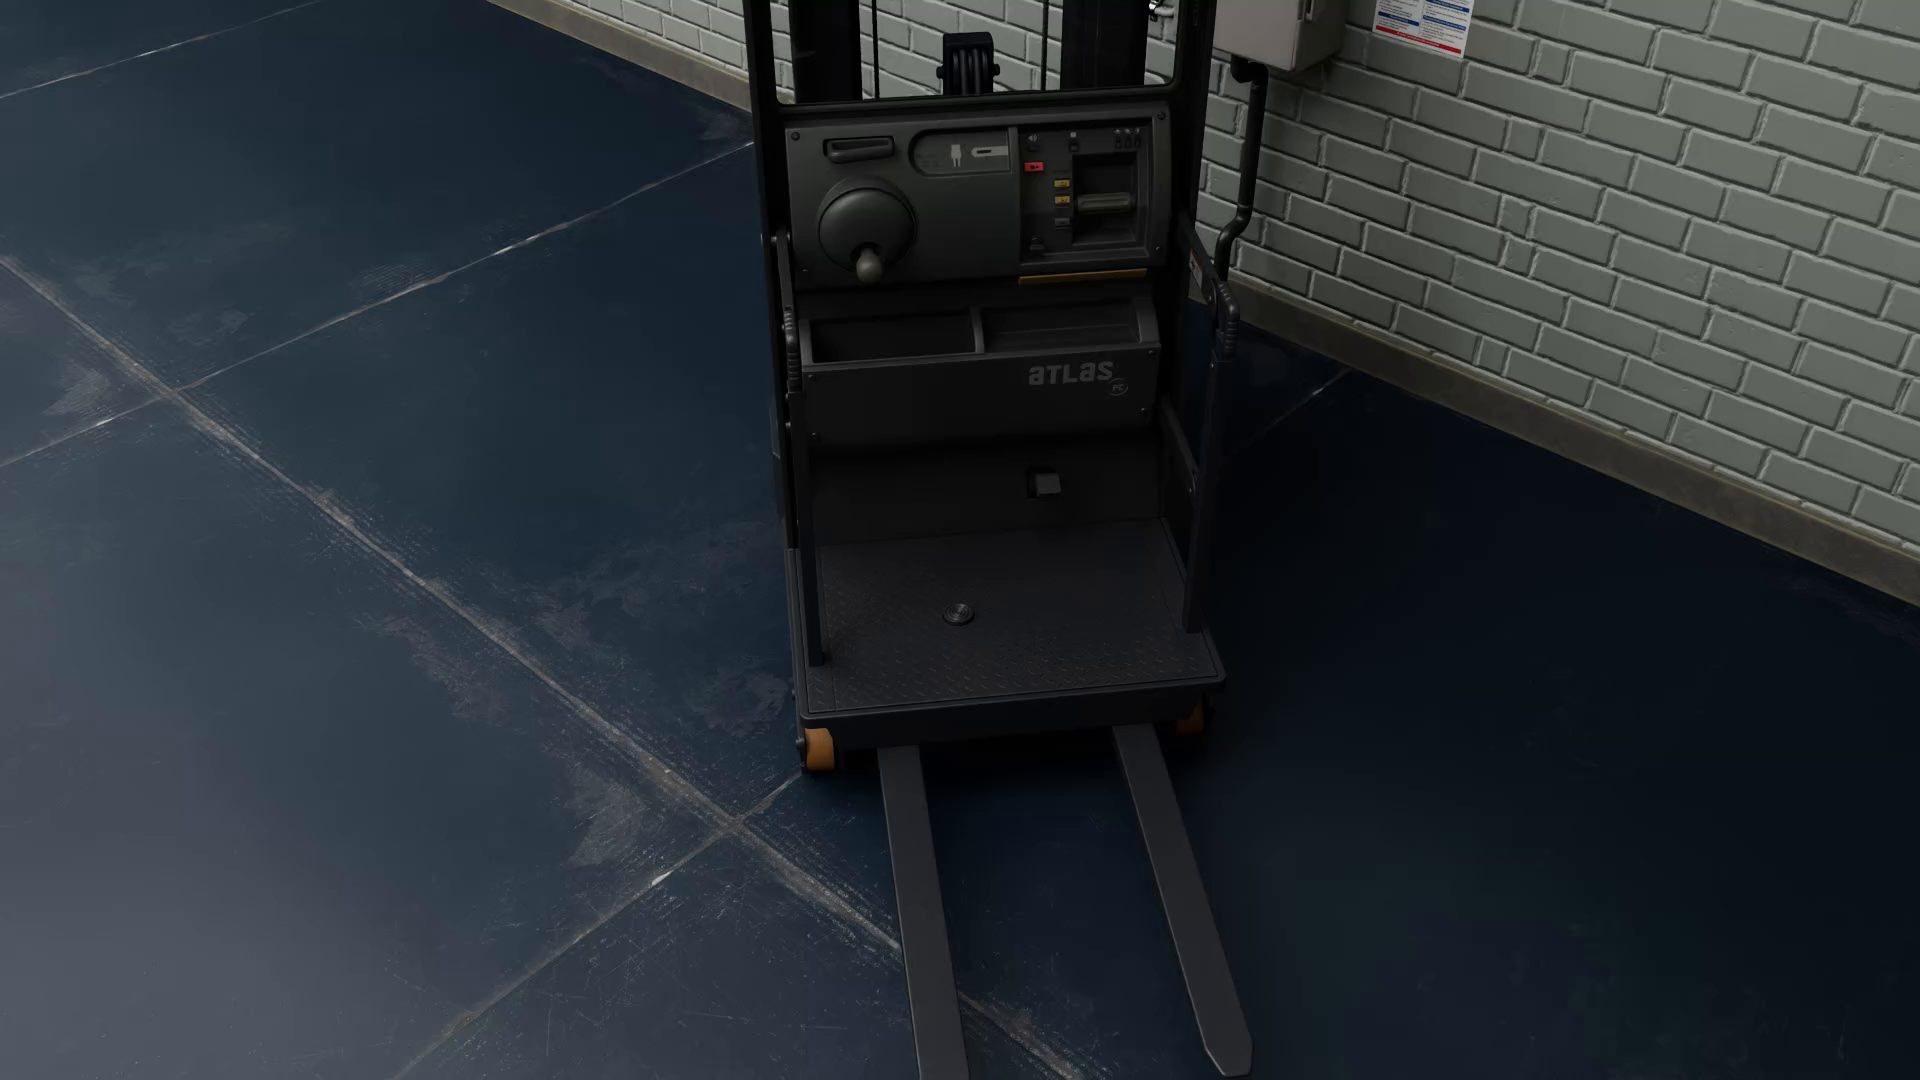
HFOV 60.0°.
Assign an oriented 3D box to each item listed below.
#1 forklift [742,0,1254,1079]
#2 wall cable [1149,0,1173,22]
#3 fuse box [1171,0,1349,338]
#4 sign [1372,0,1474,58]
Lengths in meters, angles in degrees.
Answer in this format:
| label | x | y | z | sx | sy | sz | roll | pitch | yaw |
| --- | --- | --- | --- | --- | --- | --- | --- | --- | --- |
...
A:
| label | x | y | z | sx | sy | sz | roll | pitch | yaw |
| --- | --- | --- | --- | --- | --- | --- | --- | --- | --- |
| forklift | 0.082 | -0.760 | 3.851 | 1.130 | 2.935 | 3.031 | -5 | 39 | -6 |
| wall cable | 0.553 | -2.677 | 5.390 | 0.588 | 1.984 | 0.122 | 30 | 47 | 32 |
| fuse box | 0.950 | -1.416 | 5.656 | 0.539 | 1.711 | 0.414 | 30 | 47 | 32 |
| sign | 1.455 | -1.771 | 5.143 | 0.329 | 0.494 | 0.001 | 30 | 47 | 32 |
